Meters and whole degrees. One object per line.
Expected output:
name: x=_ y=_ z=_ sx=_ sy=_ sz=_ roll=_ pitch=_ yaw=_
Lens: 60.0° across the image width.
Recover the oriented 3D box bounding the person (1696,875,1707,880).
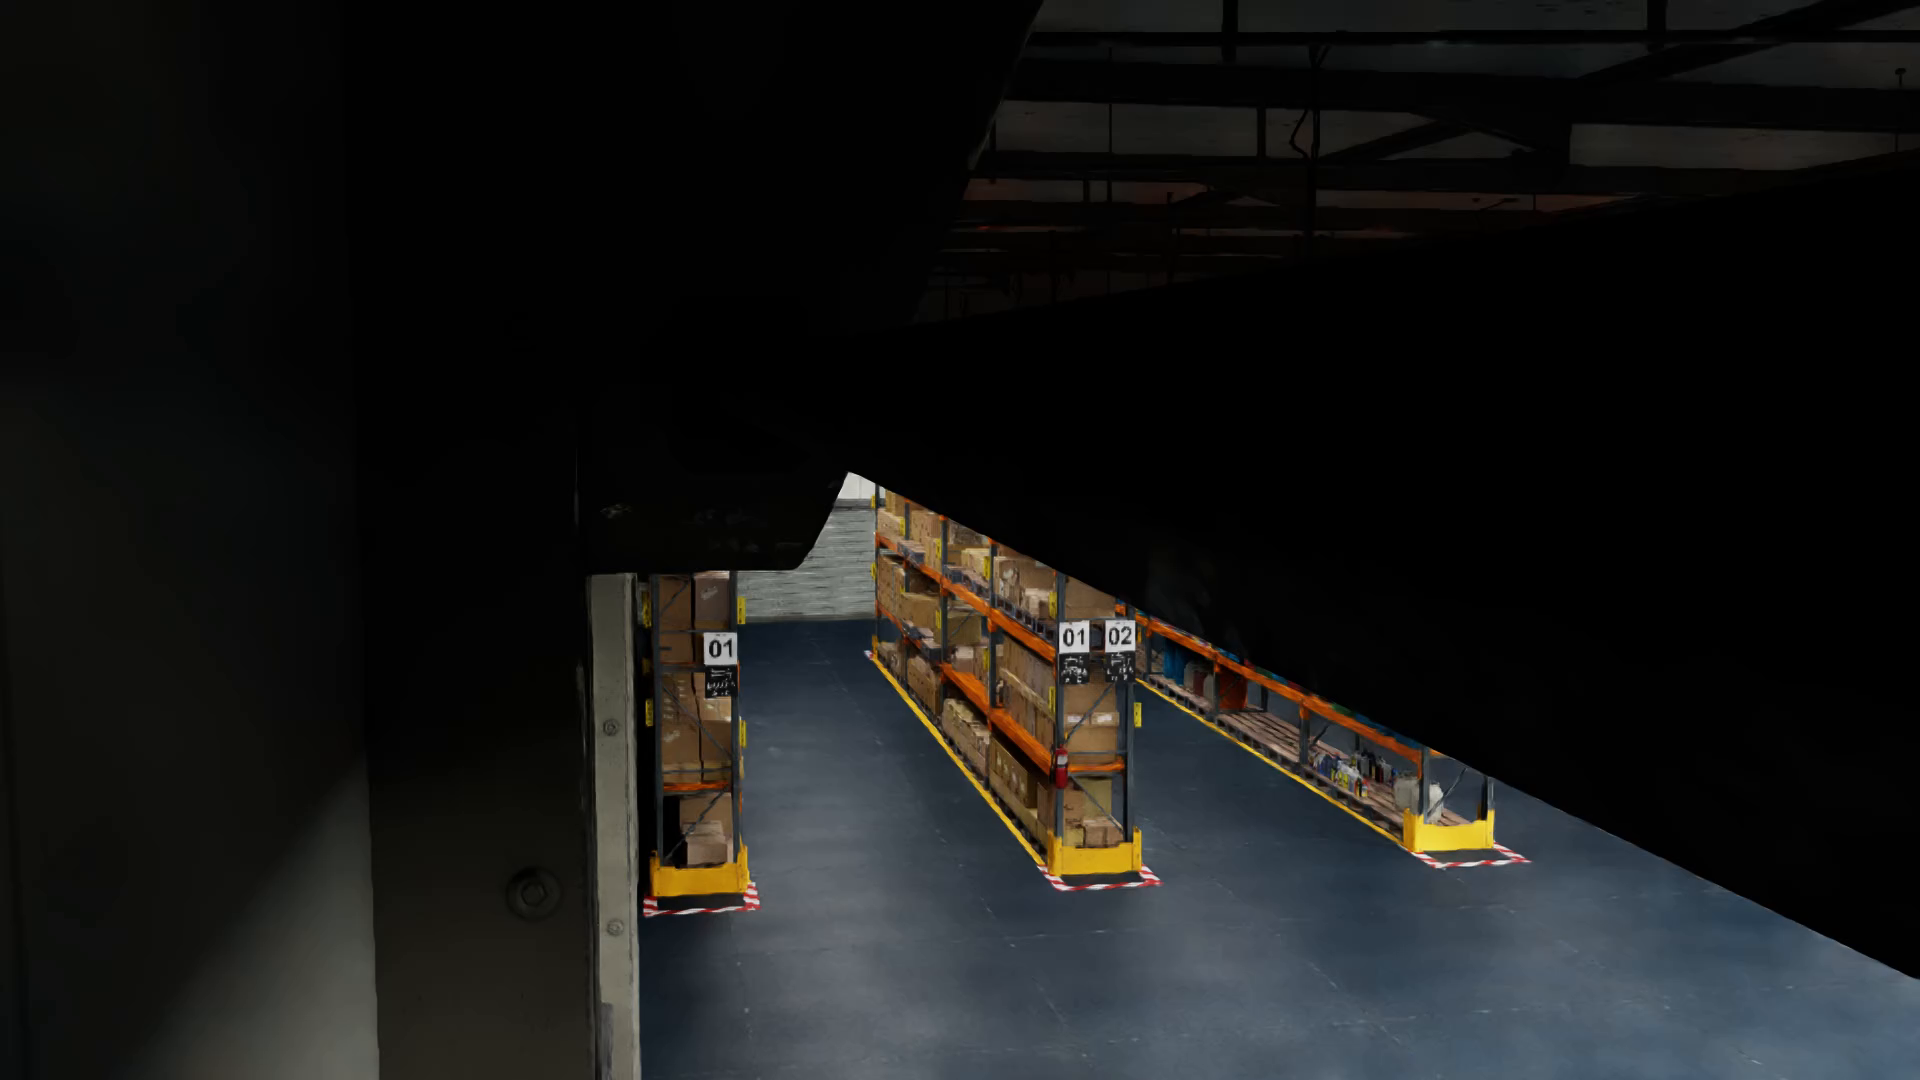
person: x=9.321 y=3.328 z=20.718 sx=0.602 sy=1.777 sz=0.571 roll=3 pitch=6 yaw=25
